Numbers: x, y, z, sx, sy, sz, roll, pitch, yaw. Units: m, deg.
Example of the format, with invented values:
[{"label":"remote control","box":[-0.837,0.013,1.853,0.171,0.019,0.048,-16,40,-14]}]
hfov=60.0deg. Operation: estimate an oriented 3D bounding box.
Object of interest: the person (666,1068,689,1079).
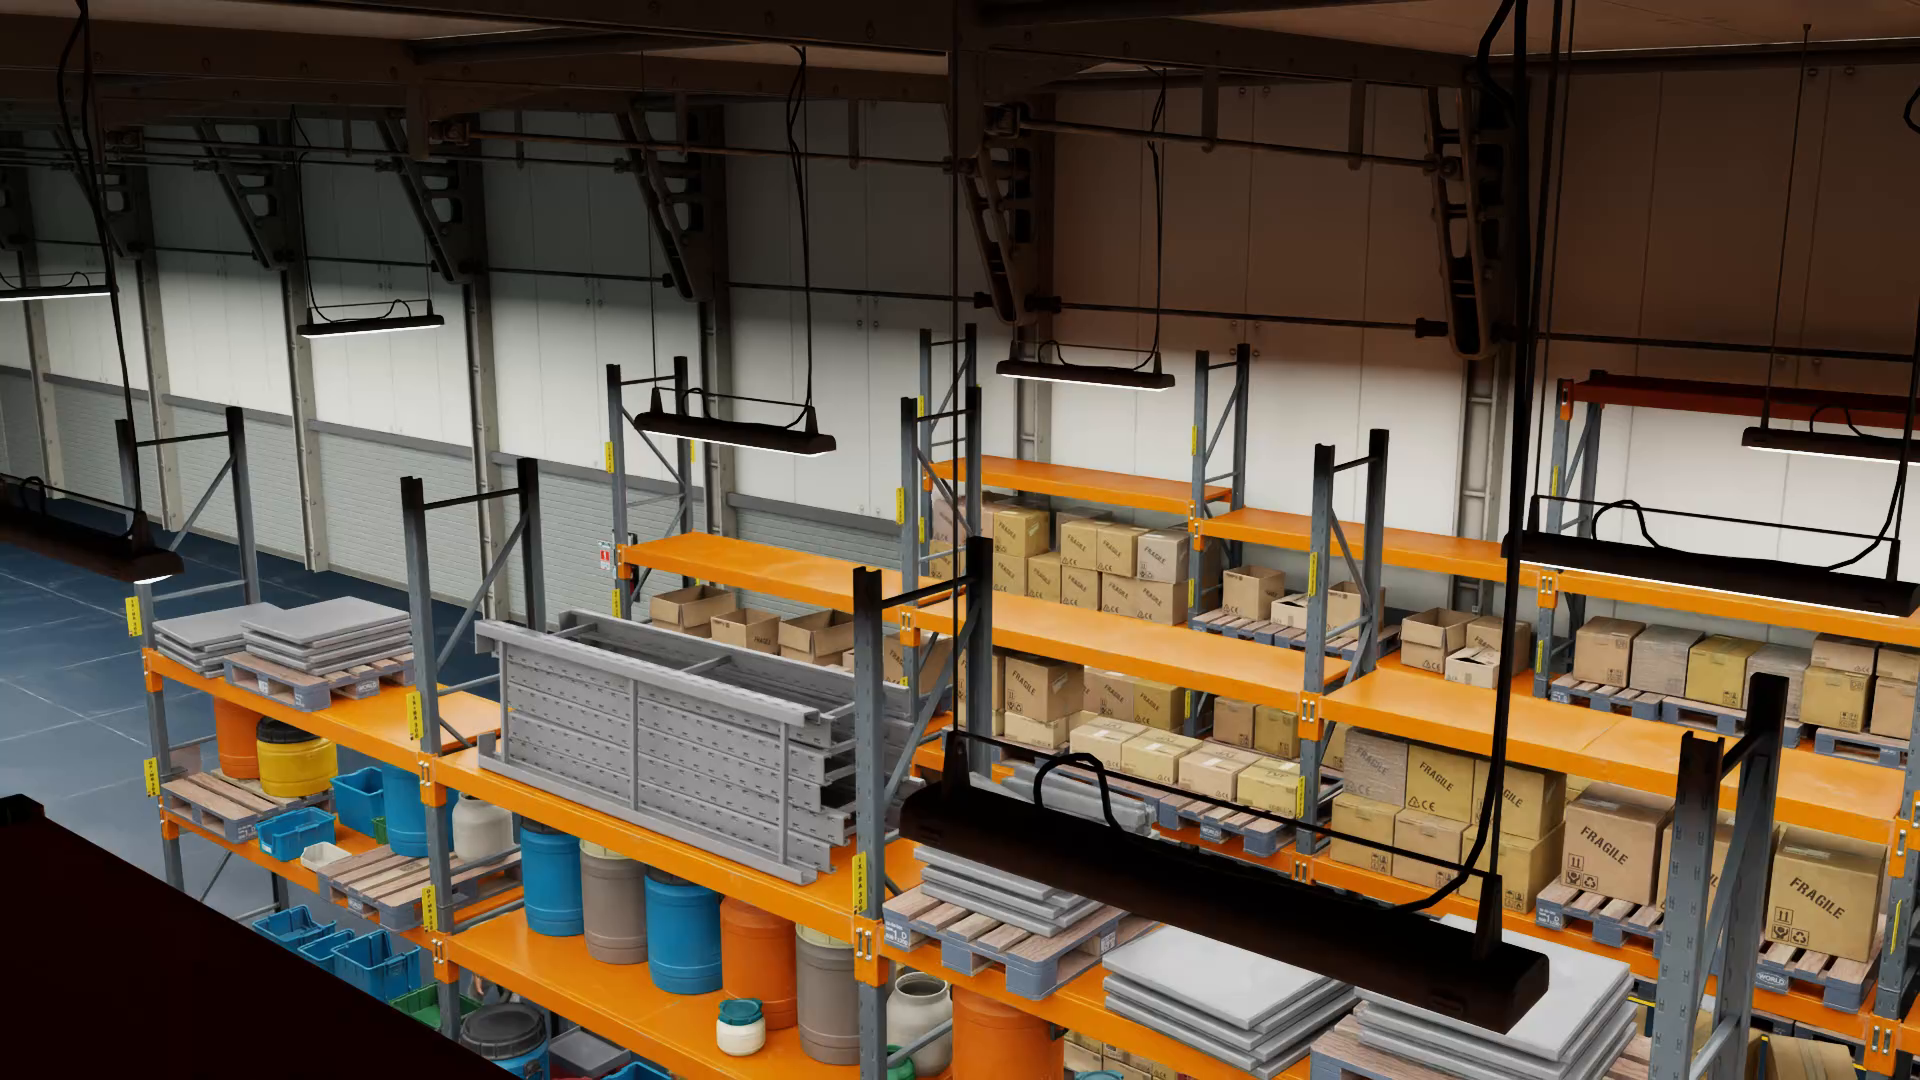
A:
[{"label":"person","box":[-2.082,4.382,13.106,0.513,1.621,1.025,-7,14,-28]}]

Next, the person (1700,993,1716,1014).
[{"label":"person","box":[5.838,4.352,13.178,1.021,1.627,0.470,9,16,36]}]

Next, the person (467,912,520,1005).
[{"label":"person","box":[-4.299,3.897,15.229,1.060,1.604,0.531,11,17,41]}]
